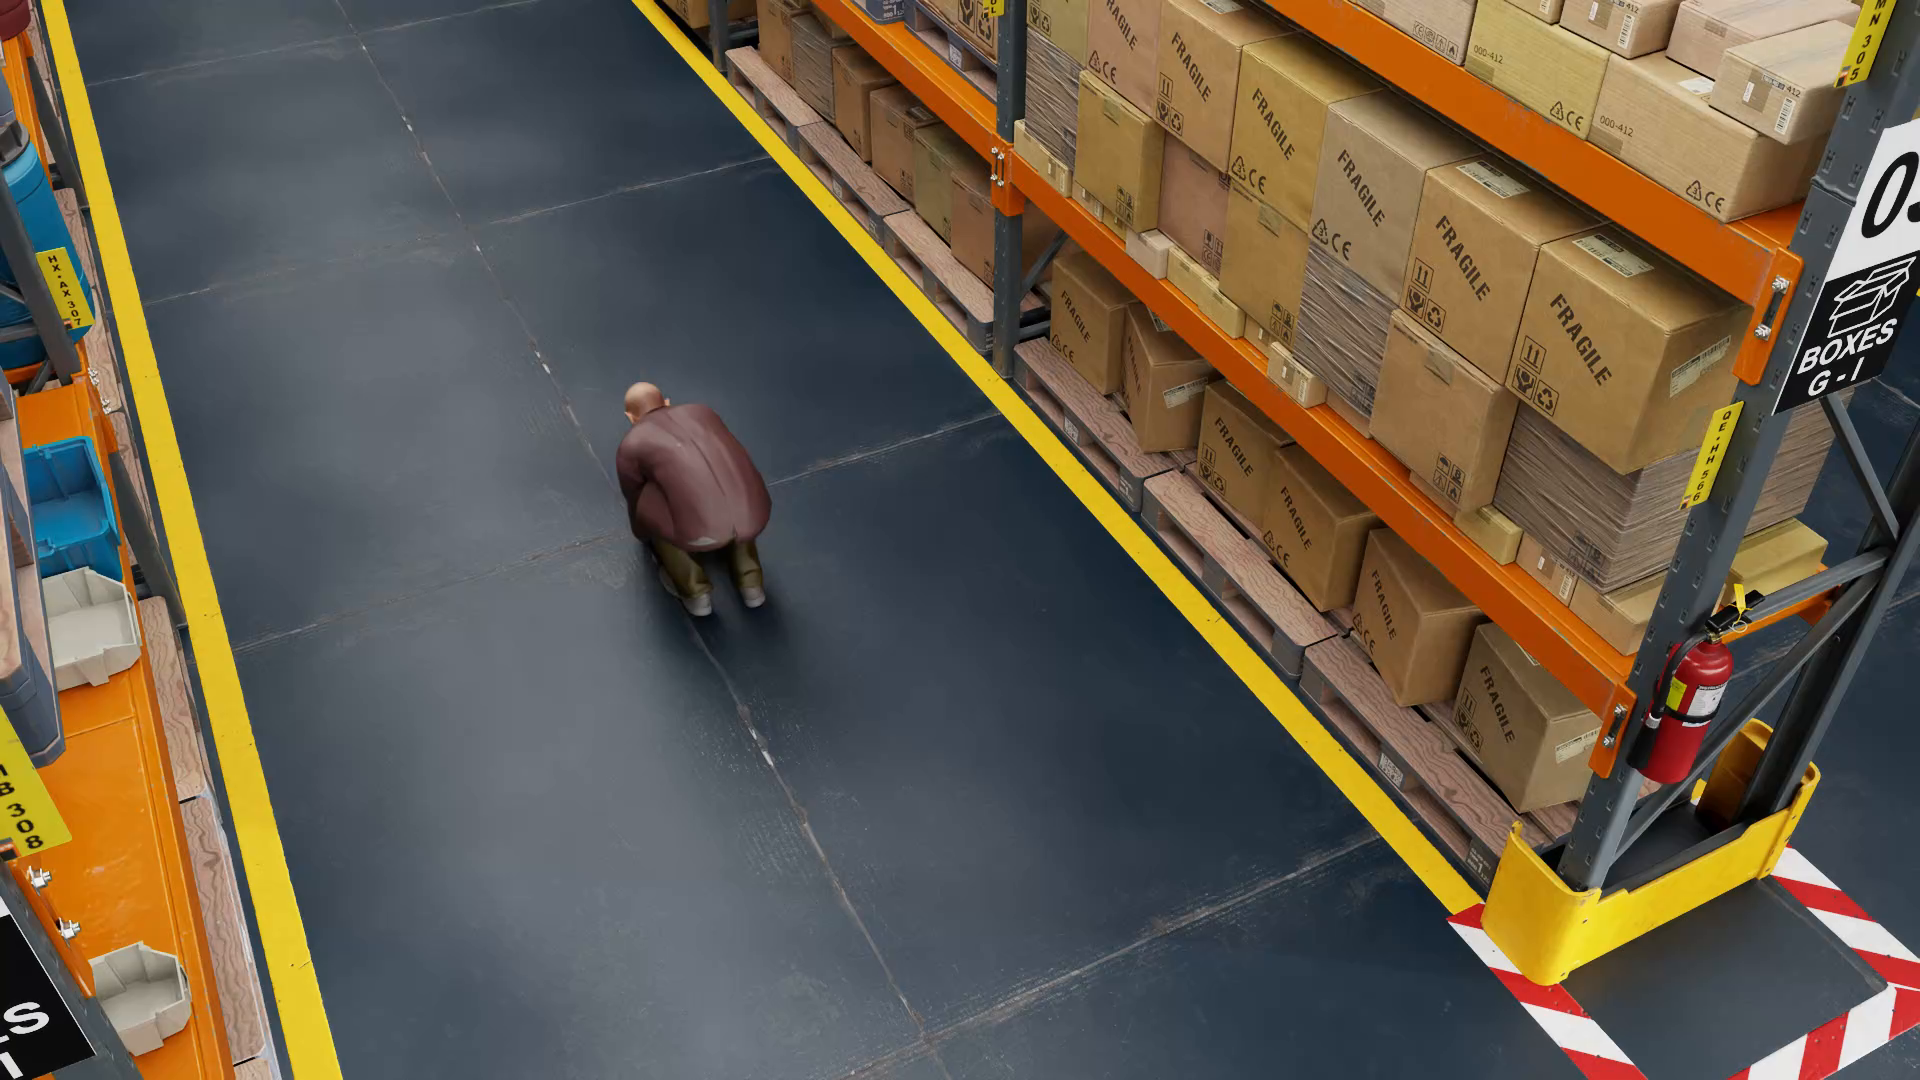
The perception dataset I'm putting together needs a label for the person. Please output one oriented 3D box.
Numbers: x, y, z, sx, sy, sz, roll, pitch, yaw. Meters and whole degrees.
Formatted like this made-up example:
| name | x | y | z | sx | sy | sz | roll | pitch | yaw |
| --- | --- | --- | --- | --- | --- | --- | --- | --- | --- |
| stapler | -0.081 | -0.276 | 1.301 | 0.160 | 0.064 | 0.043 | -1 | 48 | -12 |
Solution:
| name | x | y | z | sx | sy | sz | roll | pitch | yaw |
| --- | --- | --- | --- | --- | --- | --- | --- | --- | --- |
| person | -1.136 | -0.159 | 7.114 | 0.573 | 0.826 | 0.945 | -20 | 45 | -22 |
